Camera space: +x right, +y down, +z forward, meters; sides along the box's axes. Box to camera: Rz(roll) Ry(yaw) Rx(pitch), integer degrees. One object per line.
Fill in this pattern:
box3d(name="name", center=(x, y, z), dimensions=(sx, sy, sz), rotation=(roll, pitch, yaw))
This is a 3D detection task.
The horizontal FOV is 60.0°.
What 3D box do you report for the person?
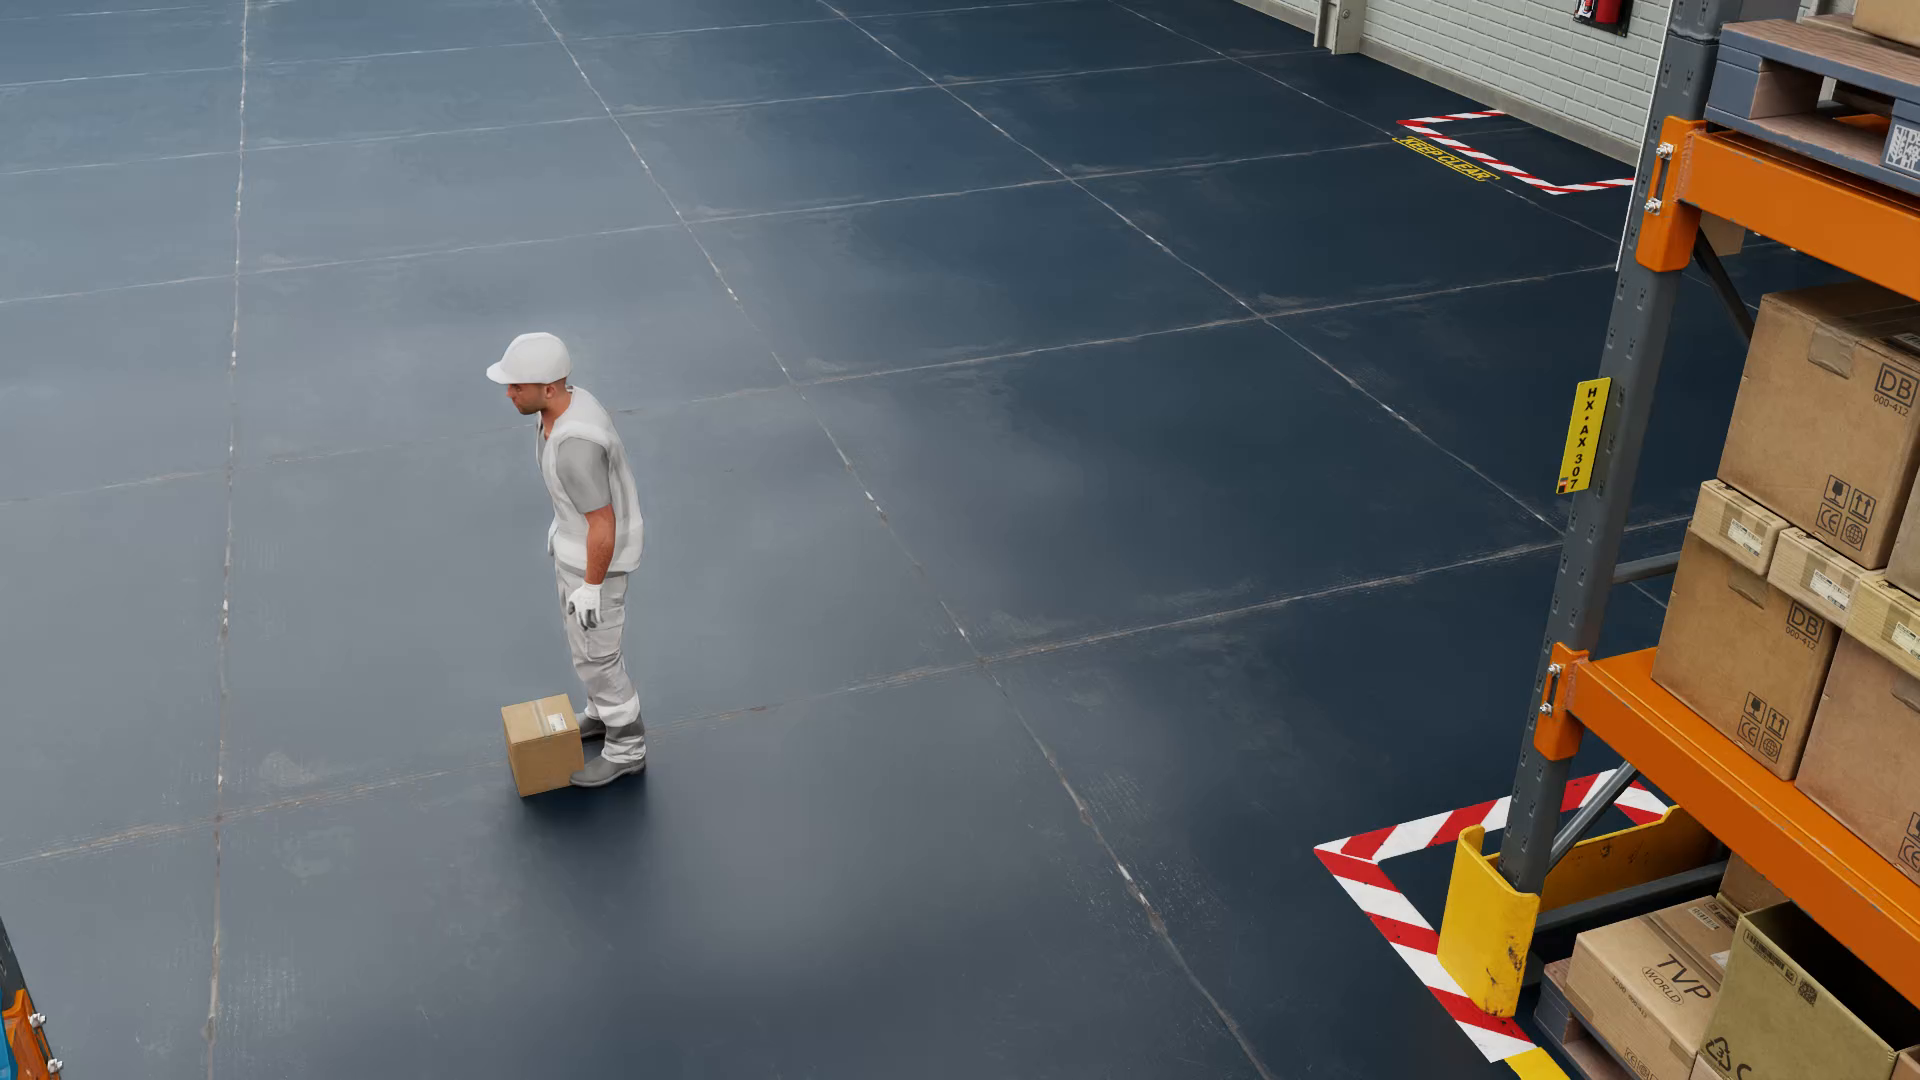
box3d(name="person", center=(-1.370, 0.068, 5.993), dimensions=(0.454, 1.779, 0.609), rotation=(-11, 31, -18))
